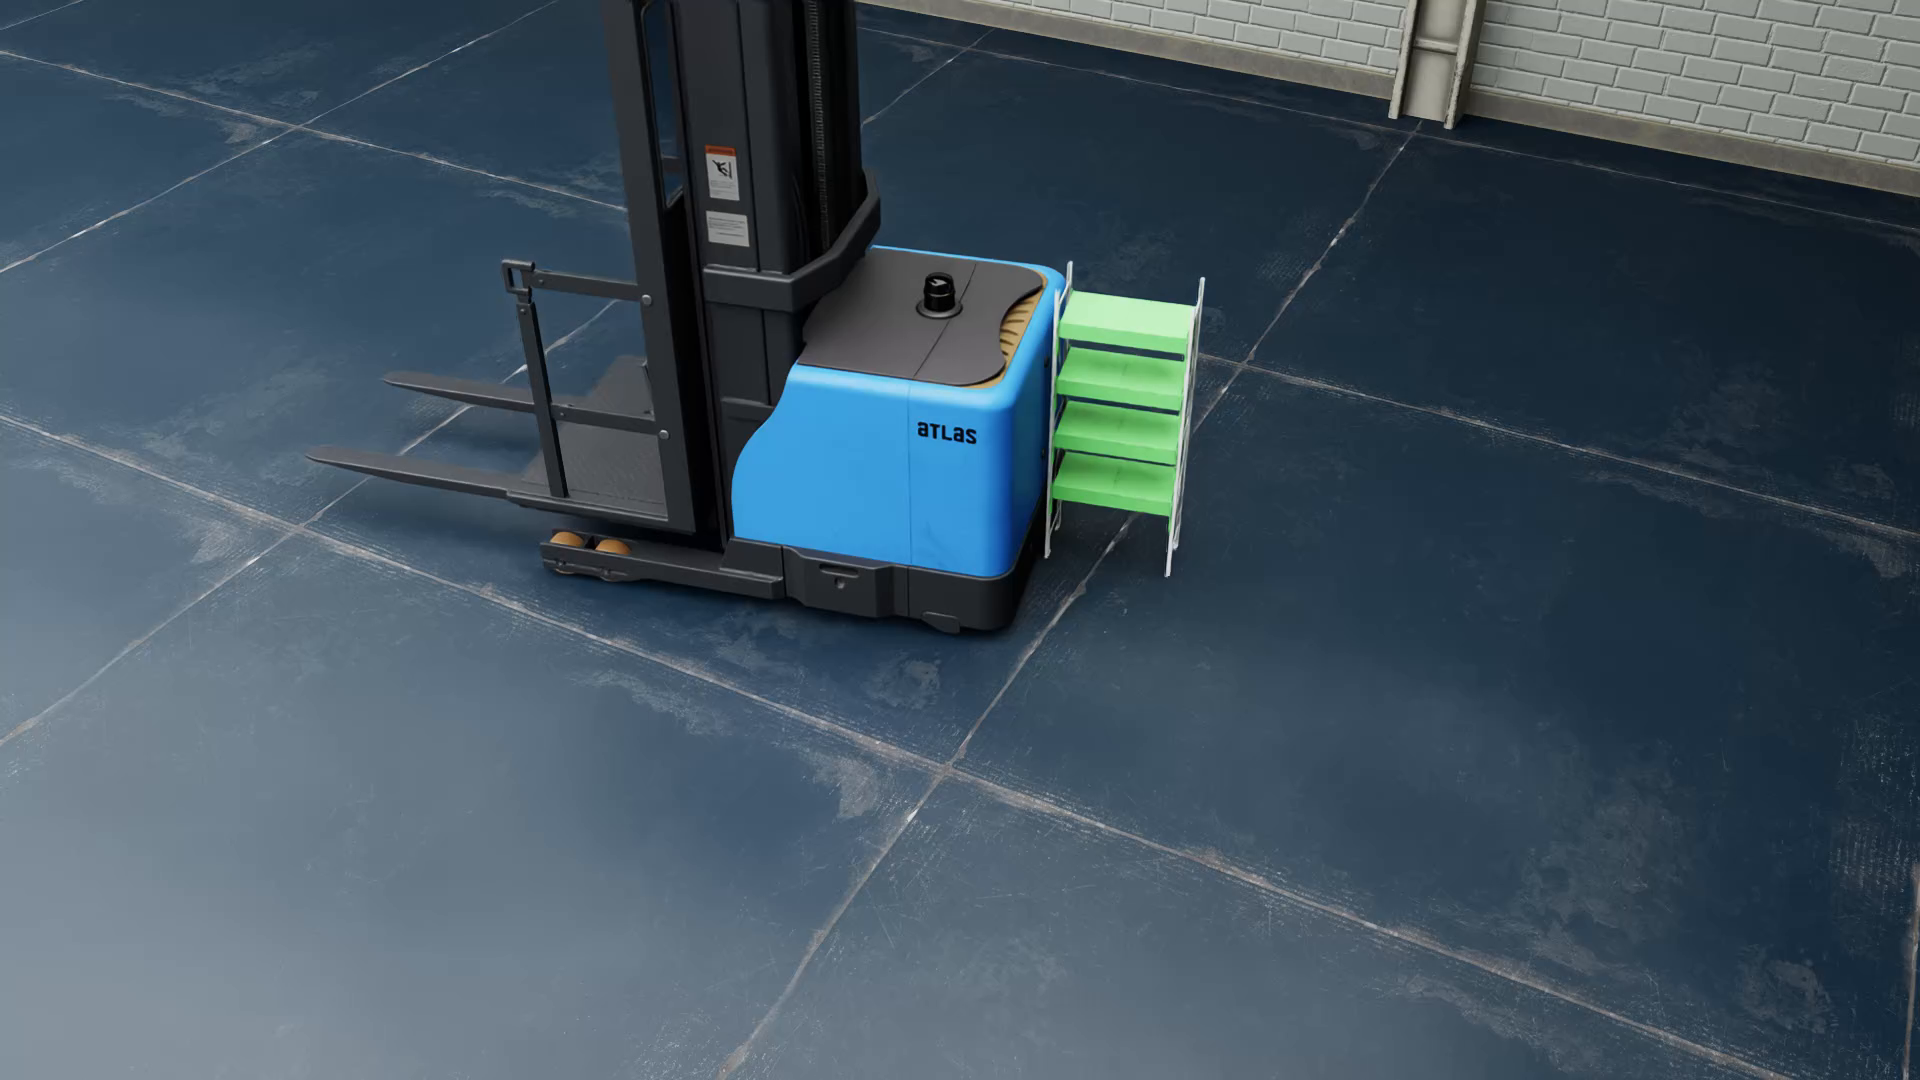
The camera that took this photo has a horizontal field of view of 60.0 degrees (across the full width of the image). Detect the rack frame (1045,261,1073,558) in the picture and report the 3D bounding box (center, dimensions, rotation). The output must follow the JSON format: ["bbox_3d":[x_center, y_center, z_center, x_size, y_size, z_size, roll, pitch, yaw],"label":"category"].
[{"bbox_3d":[0.377,-0.476,6.384,0.015,1.200,0.240,9,38,12],"label":"rack frame"}]

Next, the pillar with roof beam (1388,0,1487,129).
[{"bbox_3d":[0.879,-3.880,4.418,0.400,9.000,9.100,17,41,21],"label":"pillar with roof beam"}]

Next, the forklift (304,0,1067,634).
[{"bbox_3d":[-1.153,-1.301,6.039,3.031,2.935,1.130,9,38,12],"label":"forklift"}]

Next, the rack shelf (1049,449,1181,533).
[{"bbox_3d":[0.612,-0.196,6.518,0.480,0.148,0.258,9,38,12],"label":"rack shelf"}]

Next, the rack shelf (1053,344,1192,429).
[{"bbox_3d":[0.612,-0.578,6.228,0.480,0.148,0.258,9,38,12],"label":"rack shelf"}]

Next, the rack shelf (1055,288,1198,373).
[{"bbox_3d":[0.612,-0.769,6.083,0.480,0.148,0.258,9,38,12],"label":"rack shelf"}]

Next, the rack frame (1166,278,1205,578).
[{"bbox_3d":[0.848,-0.400,6.285,0.015,1.200,0.240,9,38,12],"label":"rack frame"}]

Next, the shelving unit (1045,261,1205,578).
[{"bbox_3d":[0.612,-0.438,6.335,0.503,1.200,0.258,9,38,12],"label":"shelving unit"}]

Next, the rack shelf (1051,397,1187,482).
[{"bbox_3d":[0.612,-0.387,6.373,0.480,0.148,0.258,9,38,12],"label":"rack shelf"}]
